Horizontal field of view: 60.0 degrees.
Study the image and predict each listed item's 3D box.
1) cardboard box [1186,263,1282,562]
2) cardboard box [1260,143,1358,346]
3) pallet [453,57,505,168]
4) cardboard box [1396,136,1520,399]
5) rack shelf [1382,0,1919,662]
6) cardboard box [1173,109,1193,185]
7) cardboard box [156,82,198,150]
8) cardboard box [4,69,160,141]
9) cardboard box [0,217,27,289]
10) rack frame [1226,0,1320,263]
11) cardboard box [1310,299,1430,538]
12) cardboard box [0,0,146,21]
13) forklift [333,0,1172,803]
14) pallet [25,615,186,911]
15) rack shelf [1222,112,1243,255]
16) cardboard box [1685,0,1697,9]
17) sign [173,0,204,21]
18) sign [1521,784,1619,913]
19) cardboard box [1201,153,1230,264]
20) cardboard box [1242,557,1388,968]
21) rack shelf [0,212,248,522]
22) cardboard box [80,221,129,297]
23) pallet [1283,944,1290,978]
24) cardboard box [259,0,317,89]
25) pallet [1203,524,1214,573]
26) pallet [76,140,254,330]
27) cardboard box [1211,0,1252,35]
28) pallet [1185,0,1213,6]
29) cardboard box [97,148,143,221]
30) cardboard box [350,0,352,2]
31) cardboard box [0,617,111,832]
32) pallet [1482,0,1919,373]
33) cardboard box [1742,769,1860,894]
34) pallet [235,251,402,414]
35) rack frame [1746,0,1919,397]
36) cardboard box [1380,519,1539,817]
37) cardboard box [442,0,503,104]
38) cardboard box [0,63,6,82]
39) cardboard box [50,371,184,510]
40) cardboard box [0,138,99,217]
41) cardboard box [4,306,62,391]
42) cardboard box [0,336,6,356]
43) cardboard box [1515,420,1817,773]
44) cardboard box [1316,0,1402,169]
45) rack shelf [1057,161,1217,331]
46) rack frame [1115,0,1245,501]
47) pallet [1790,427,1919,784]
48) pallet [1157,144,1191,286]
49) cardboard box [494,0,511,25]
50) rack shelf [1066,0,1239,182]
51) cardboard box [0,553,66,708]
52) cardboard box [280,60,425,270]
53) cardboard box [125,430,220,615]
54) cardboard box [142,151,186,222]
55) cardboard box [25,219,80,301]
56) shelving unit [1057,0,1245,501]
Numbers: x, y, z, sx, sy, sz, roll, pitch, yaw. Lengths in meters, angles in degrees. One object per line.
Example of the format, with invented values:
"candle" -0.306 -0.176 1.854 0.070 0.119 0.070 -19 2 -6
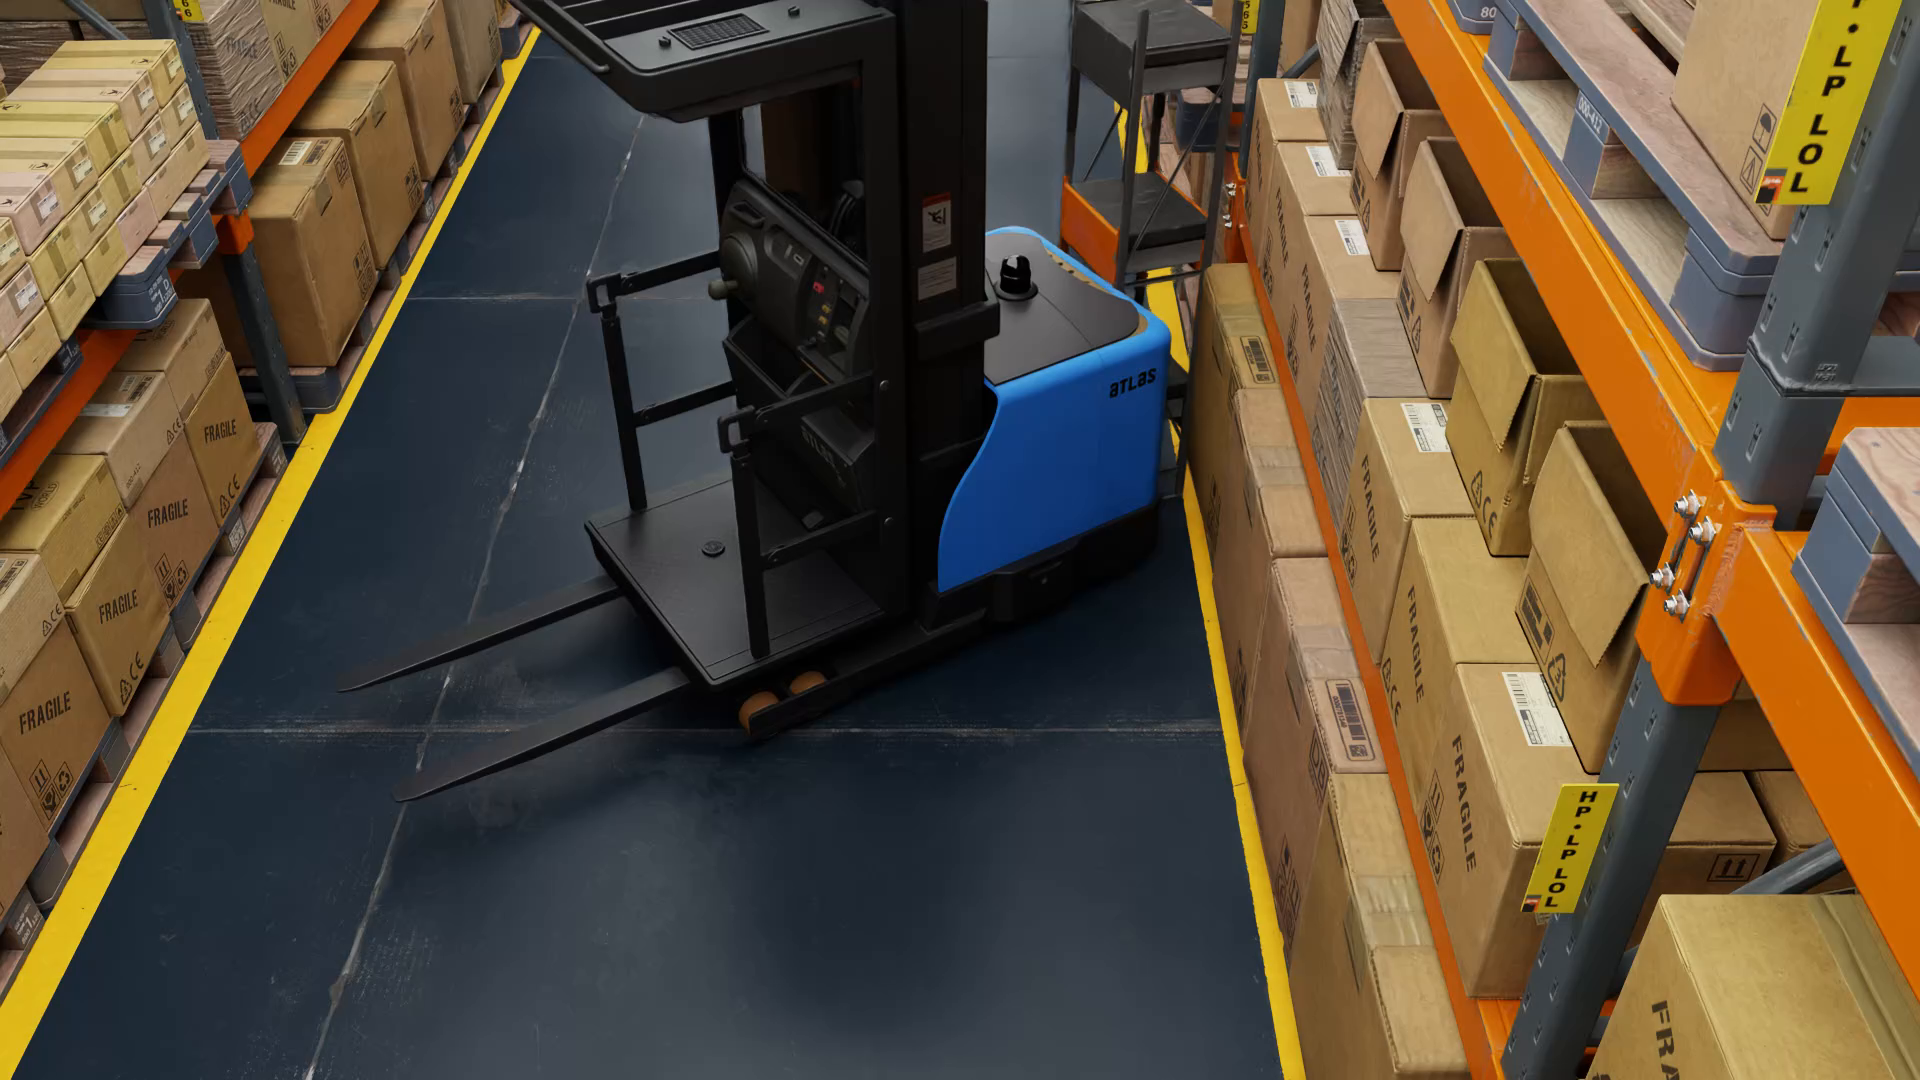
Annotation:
"cardboard box" 1.556 -0.462 6.291 1.225 0.875 0.875 -2 39 -2
"cardboard box" 1.307 -0.971 5.483 0.500 0.500 0.500 -1 39 -1
"pallet" -3.312 -2.549 9.762 1.003 0.211 1.213 0 39 0
"cardboard box" 1.566 -0.705 4.349 0.797 0.503 0.637 1 39 1
"rack shelf" 1.578 -1.198 4.023 1.077 0.370 4.000 0 39 0
"cardboard box" 1.533 -2.224 8.774 0.700 0.500 0.500 -3 39 -4
"cardboard box" -2.928 -1.492 5.840 0.380 0.149 0.250 1 39 1
"cardboard box" -2.927 -1.453 5.554 0.380 0.149 0.250 0 39 -1
"cardboard box" -2.926 -0.801 4.741 0.380 0.149 0.250 2 39 2
"rack frame" 1.576 -1.559 6.296 1.000 3.000 0.127 0 39 0
"cardboard box" 1.310 -0.338 4.693 0.500 0.500 0.500 0 39 0
"cardboard box" -3.375 -2.328 6.377 0.700 0.500 0.500 0 39 0
"forklift" -0.731 -0.820 5.430 3.031 2.935 1.130 -22 44 -25
"pallet" -3.386 0.720 5.683 1.003 0.211 1.213 0 39 0
"rack shelf" 1.574 -2.529 8.082 1.077 0.370 4.000 0 39 0
"cardboard box" 1.669 -1.043 2.990 0.500 0.311 0.500 -1 39 -2
"sign" -2.841 -2.045 6.041 0.100 0.325 0.005 0 39 0
"sign" 1.038 0.528 2.829 0.100 0.325 0.005 0 39 0
"cardboard box" 1.542 -1.521 7.896 0.700 0.500 0.500 -3 39 -4
"cardboard box" 1.558 0.649 4.905 1.225 0.875 0.875 -1 39 -2
"rack shelf" -3.382 -0.087 5.035 1.077 0.370 4.000 0 39 0
"cardboard box" -2.928 -0.904 5.344 0.380 0.149 0.250 -1 39 -1
"pallet" 1.504 1.548 4.649 1.003 0.211 1.213 0 39 0
"cardboard box" -3.118 -2.256 7.087 0.500 0.500 0.500 0 39 0
"pallet" 1.502 0.023 6.553 1.003 0.211 1.213 0 39 0
"pallet" -3.277 -1.098 5.875 1.213 0.211 1.003 0 39 0
"cardboard box" 1.435 -2.448 6.991 0.700 0.500 0.500 5 39 7
"pallet" 1.533 -2.722 7.901 1.003 0.211 1.213 0 39 0
"cardboard box" -2.923 -1.160 5.426 0.380 0.149 0.250 1 39 1
"cardboard box" -3.116 -2.883 7.869 0.500 0.500 0.500 0 39 -1
"cardboard box" -3.131 0.574 5.298 0.500 0.500 0.500 1 39 1
"pallet" 1.530 -0.726 3.012 0.805 0.209 1.217 -1 39 -2
"cardboard box" 1.830 0.616 3.503 0.500 0.500 0.500 0 39 0
"pallet" -3.310 -1.023 7.858 1.003 0.211 1.213 0 39 0
"rack frame" 1.581 -1.398 1.299 1.000 3.000 0.127 0 39 0
"cardboard box" 1.313 0.302 3.894 0.500 0.500 0.500 1 39 1
"cardboard box" -3.298 -3.017 9.580 1.050 0.750 0.750 0 39 0
"cardboard box" -3.577 -1.624 5.768 0.380 0.149 0.250 0 39 0
"cardboard box" -3.110 -0.356 5.859 0.500 0.250 0.500 0 39 1
"cardboard box" -2.923 -1.122 5.141 0.380 0.149 0.250 1 39 1
"cardboard box" -2.928 -0.574 4.932 0.380 0.149 0.250 1 39 1
"cardboard box" -2.924 -0.523 4.632 0.380 0.149 0.250 -1 39 -1
"cardboard box" 1.572 0.113 3.328 0.797 0.503 0.637 -1 39 -1
"cardboard box" 1.561 -1.532 5.381 0.797 0.503 0.637 1 39 1
"rack shelf" 0.674 -1.107 6.456 0.431 0.518 0.480 -13 39 -18
"rack frame" 0.765 -0.979 6.268 0.400 2.100 0.015 -13 39 -18
"pallet" 1.571 0.319 1.626 1.003 0.211 1.213 0 39 0
"pallet" 1.578 -1.720 8.728 1.003 0.211 1.213 0 39 0
"cardboard box" -3.319 -3.848 10.516 0.875 0.875 0.875 1 39 1
"rack shelf" 0.688 -1.664 6.032 0.431 0.518 0.480 -13 39 -18
"cardboard box" -3.115 0.288 5.056 0.500 0.250 0.500 1 39 2
"cardboard box" -3.299 -1.832 8.100 1.050 0.750 0.750 1 39 1
"cardboard box" -3.125 -0.071 6.103 0.500 0.500 0.500 1 39 2
"cardboard box" -2.925 -1.221 5.740 0.380 0.149 0.250 0 39 0
"cardboard box" -2.925 -0.848 5.037 0.380 0.149 0.250 0 39 0
"shelving unit" 0.674 -1.118 6.447 0.431 2.100 0.503 -13 39 -18
